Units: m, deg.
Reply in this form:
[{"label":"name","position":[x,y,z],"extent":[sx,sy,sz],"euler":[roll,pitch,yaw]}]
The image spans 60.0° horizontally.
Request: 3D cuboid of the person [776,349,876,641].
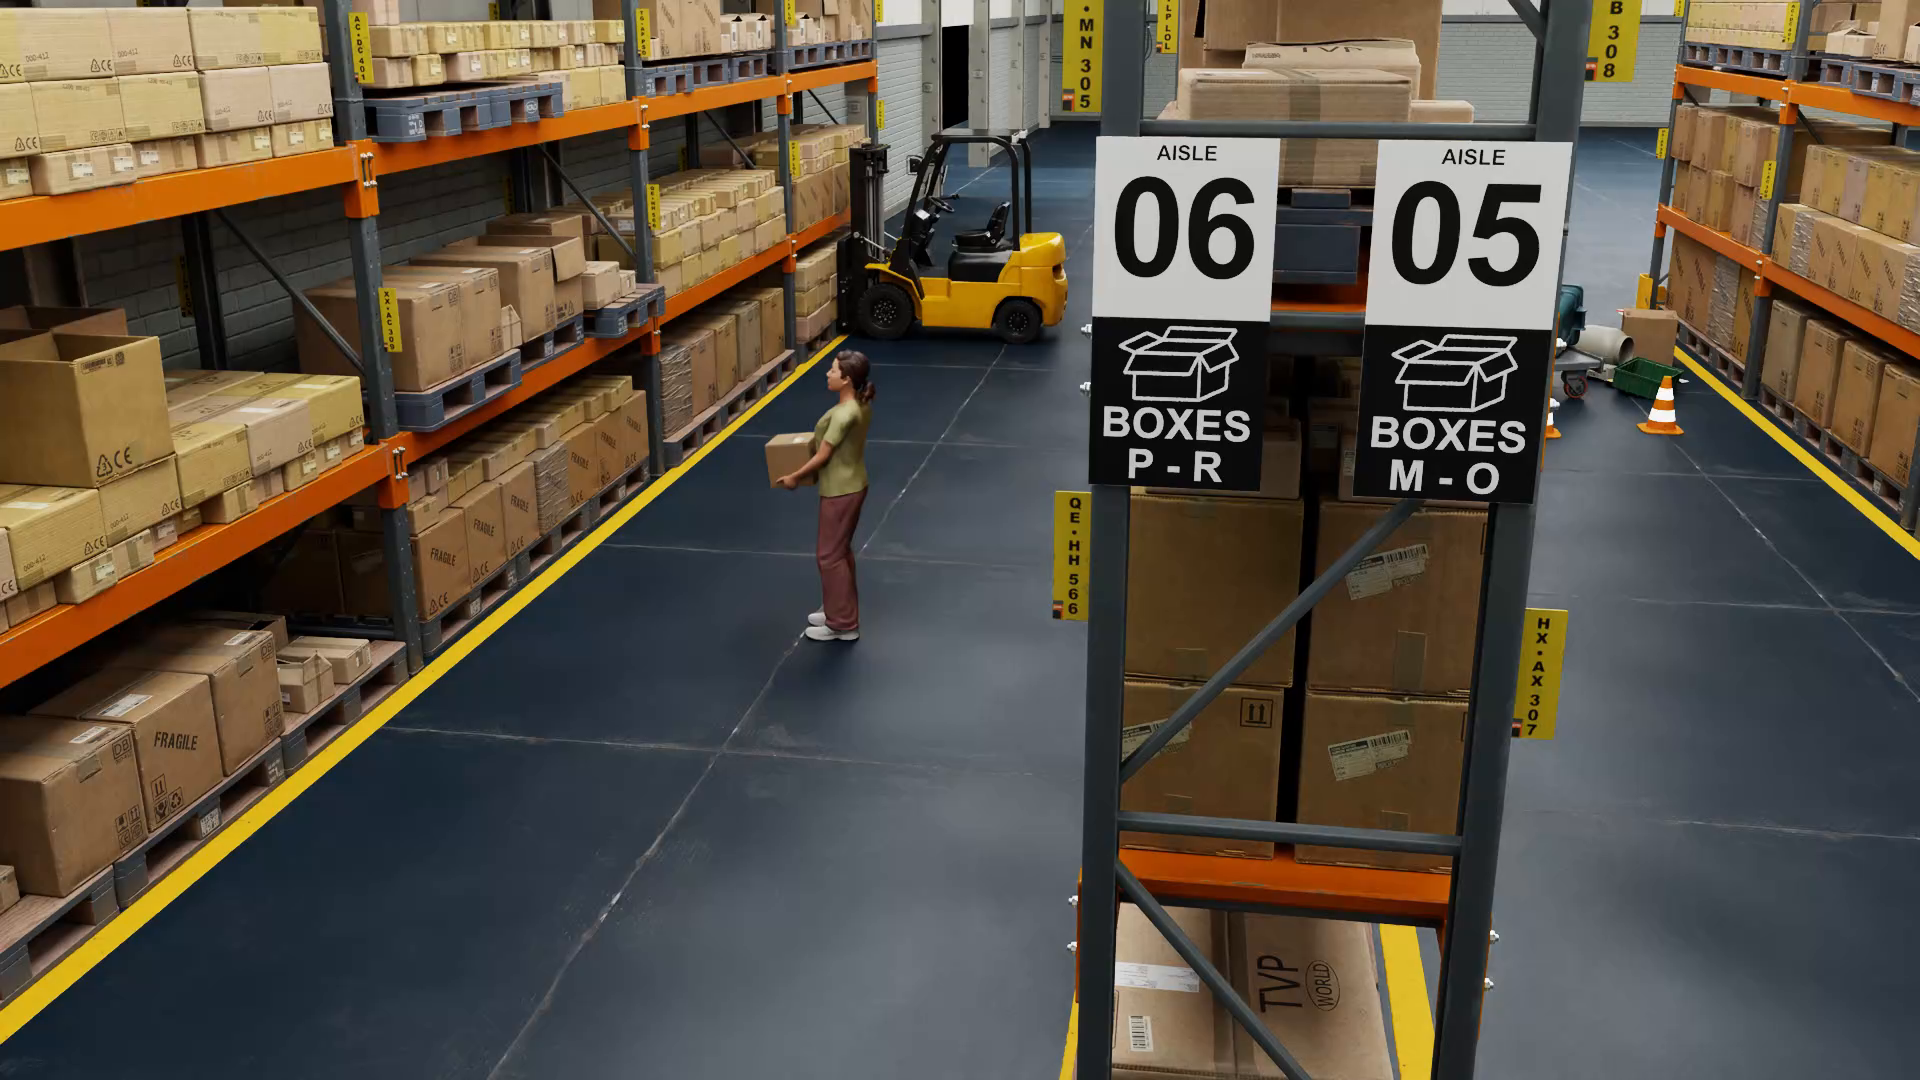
[{"label":"person","position":[-0.732,-0.259,9.375],"extent":[0.561,1.662,0.426],"euler":[3,18,10]}]
